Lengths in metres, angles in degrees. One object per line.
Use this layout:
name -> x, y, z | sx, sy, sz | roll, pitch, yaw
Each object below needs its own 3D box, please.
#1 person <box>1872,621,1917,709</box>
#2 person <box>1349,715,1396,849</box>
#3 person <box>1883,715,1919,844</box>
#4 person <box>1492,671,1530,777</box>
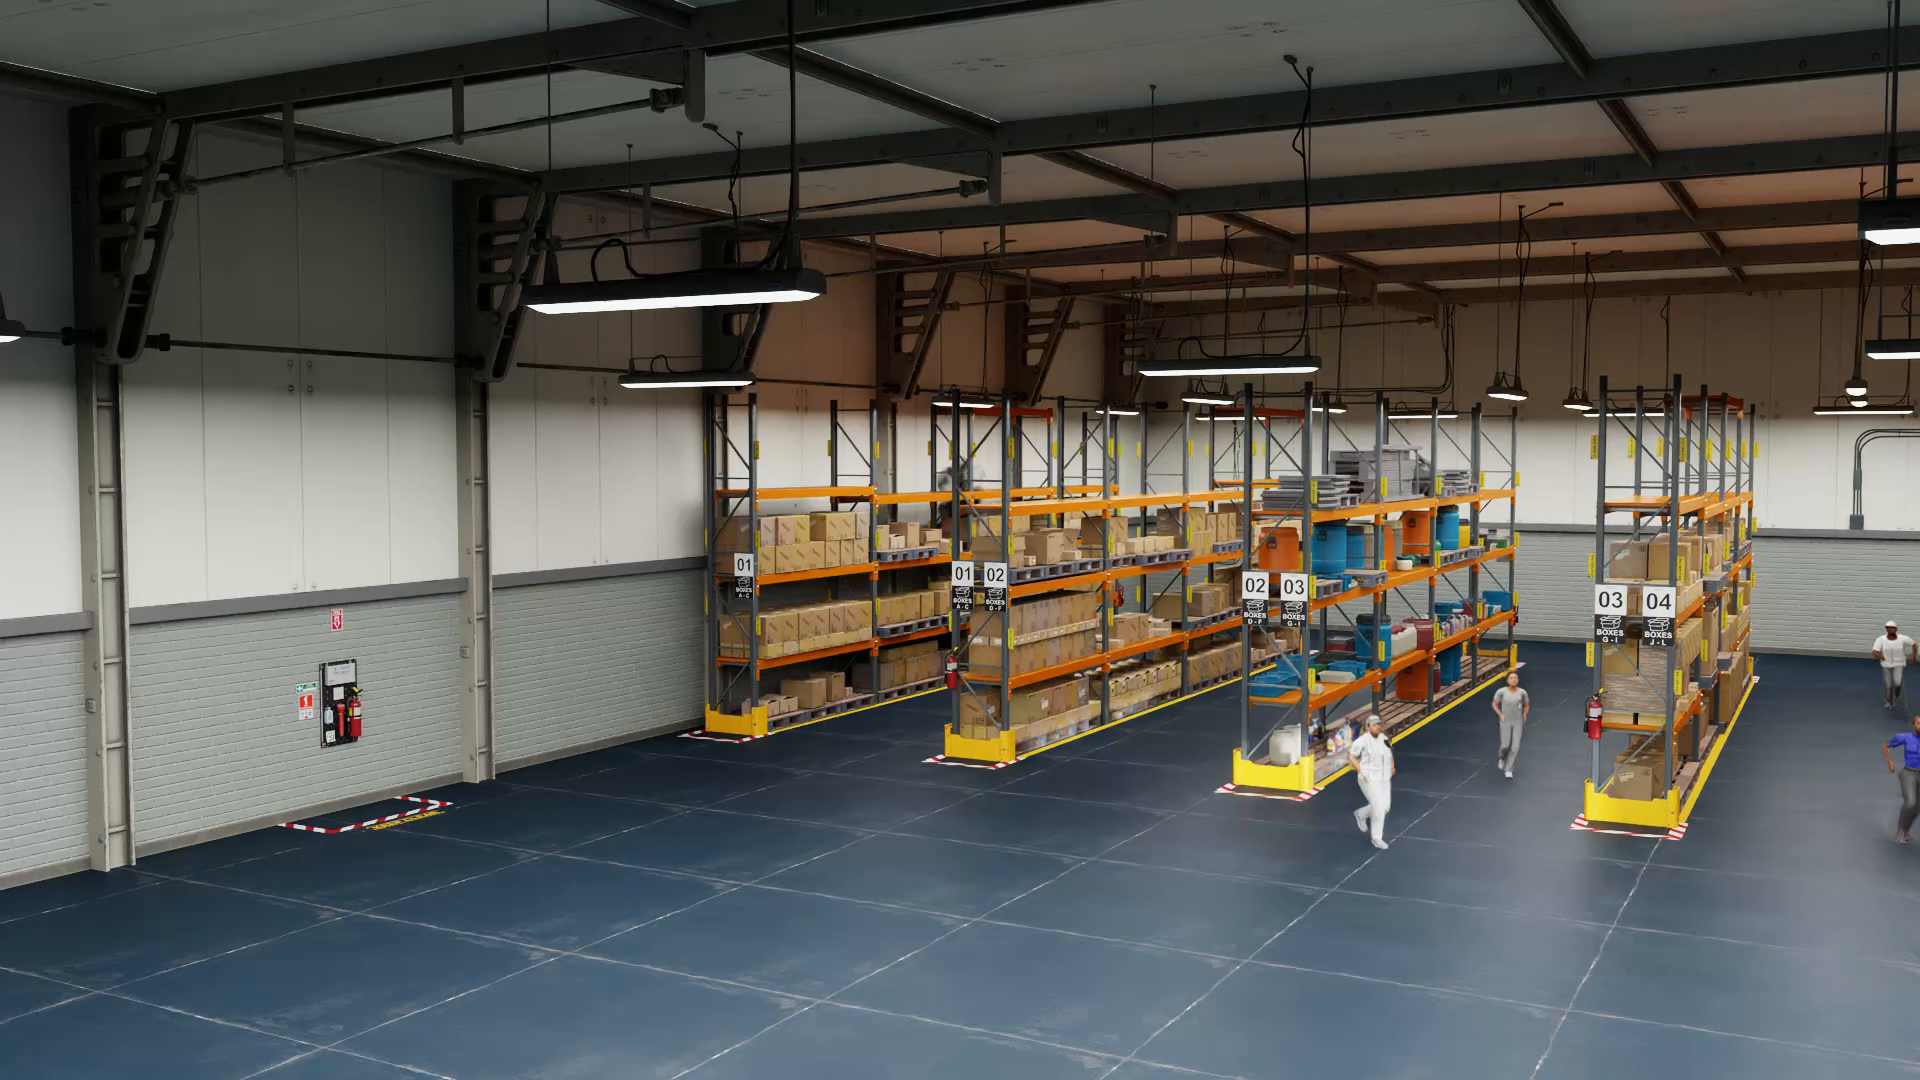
person -> 17.853, 2.406, 31.792 | 0.720, 1.714, 0.781 | 2, 4, 35
person -> 5.264, 3.050, 21.179 | 0.602, 1.659, 0.652 | -1, 3, -23
person -> 12.150, 3.053, 21.157 | 0.591, 1.659, 0.606 | 0, 3, 4
person -> 8.443, 2.810, 25.466 | 0.549, 1.623, 0.556 | 0, 3, 7
